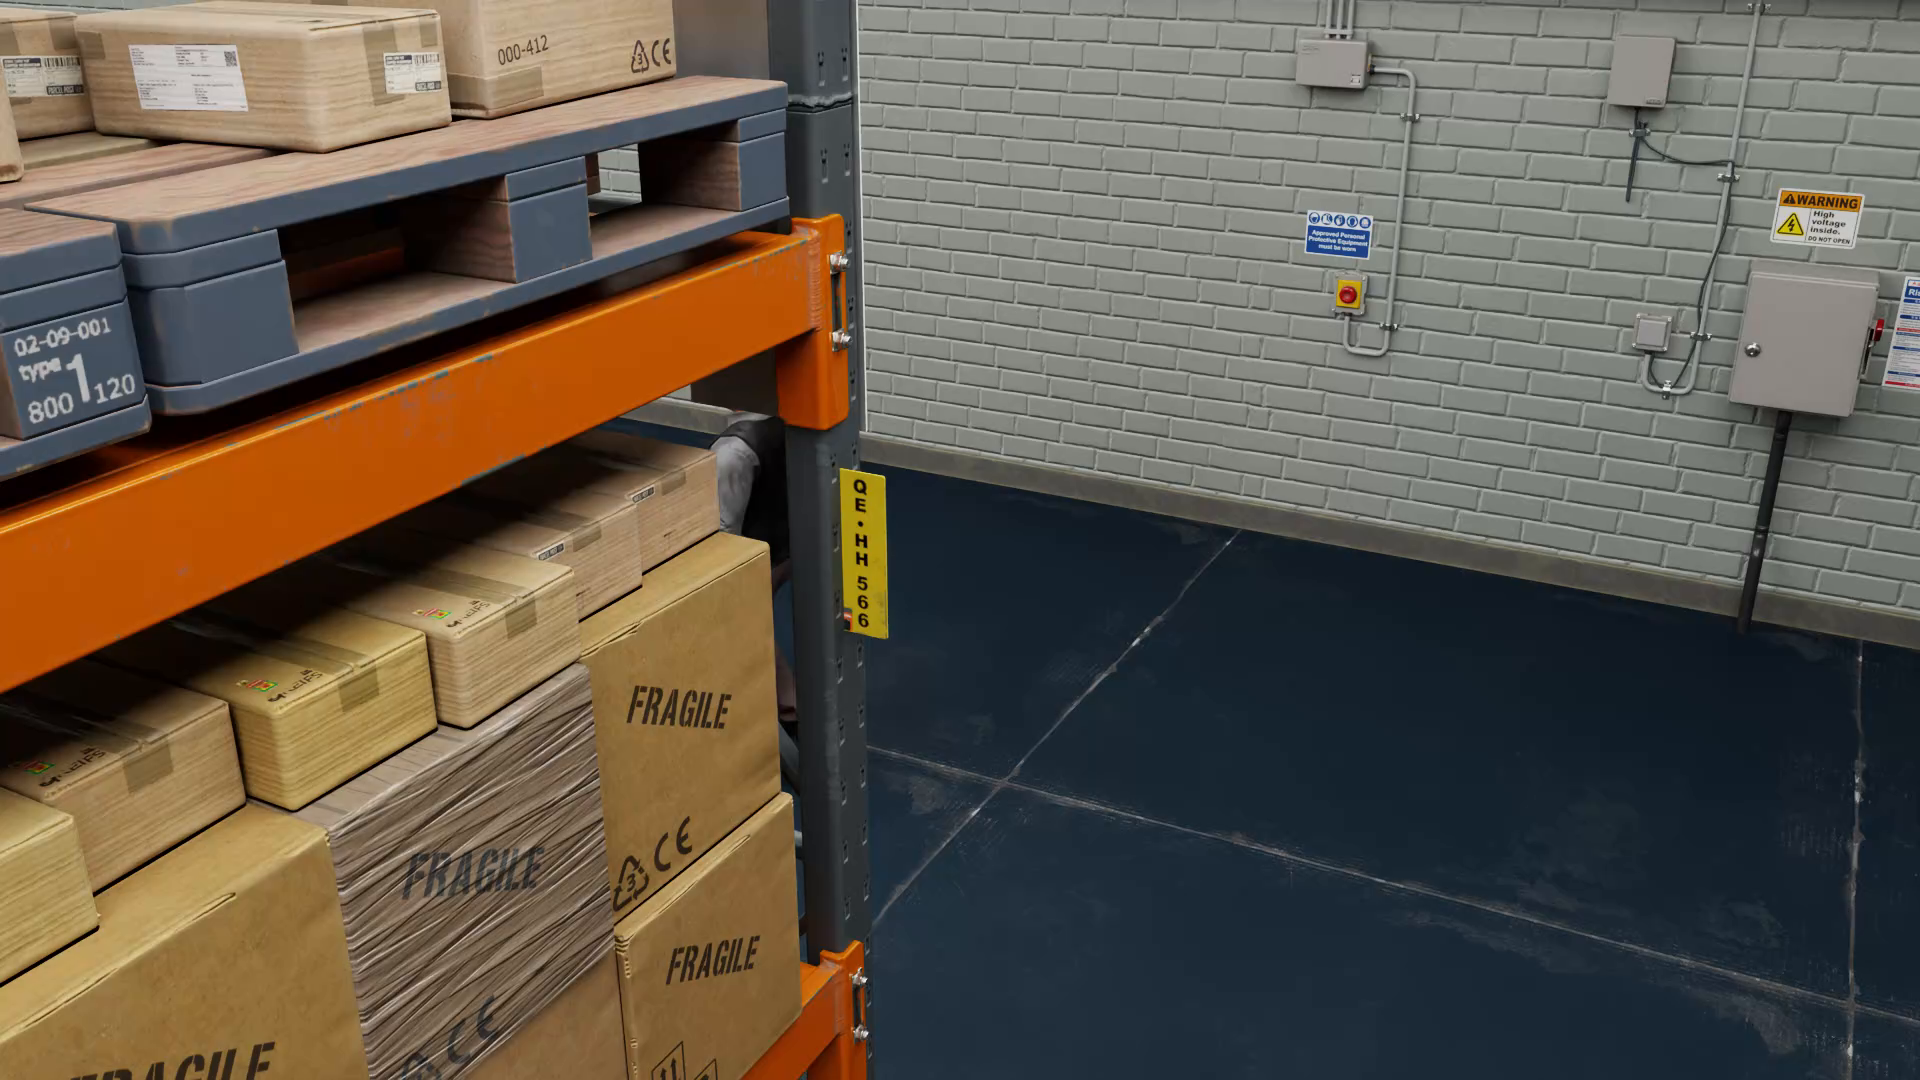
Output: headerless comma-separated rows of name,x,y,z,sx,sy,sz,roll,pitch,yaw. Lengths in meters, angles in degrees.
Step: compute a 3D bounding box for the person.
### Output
person,-0.809,0.093,6.369,0.439,1.728,0.554,9,24,20
